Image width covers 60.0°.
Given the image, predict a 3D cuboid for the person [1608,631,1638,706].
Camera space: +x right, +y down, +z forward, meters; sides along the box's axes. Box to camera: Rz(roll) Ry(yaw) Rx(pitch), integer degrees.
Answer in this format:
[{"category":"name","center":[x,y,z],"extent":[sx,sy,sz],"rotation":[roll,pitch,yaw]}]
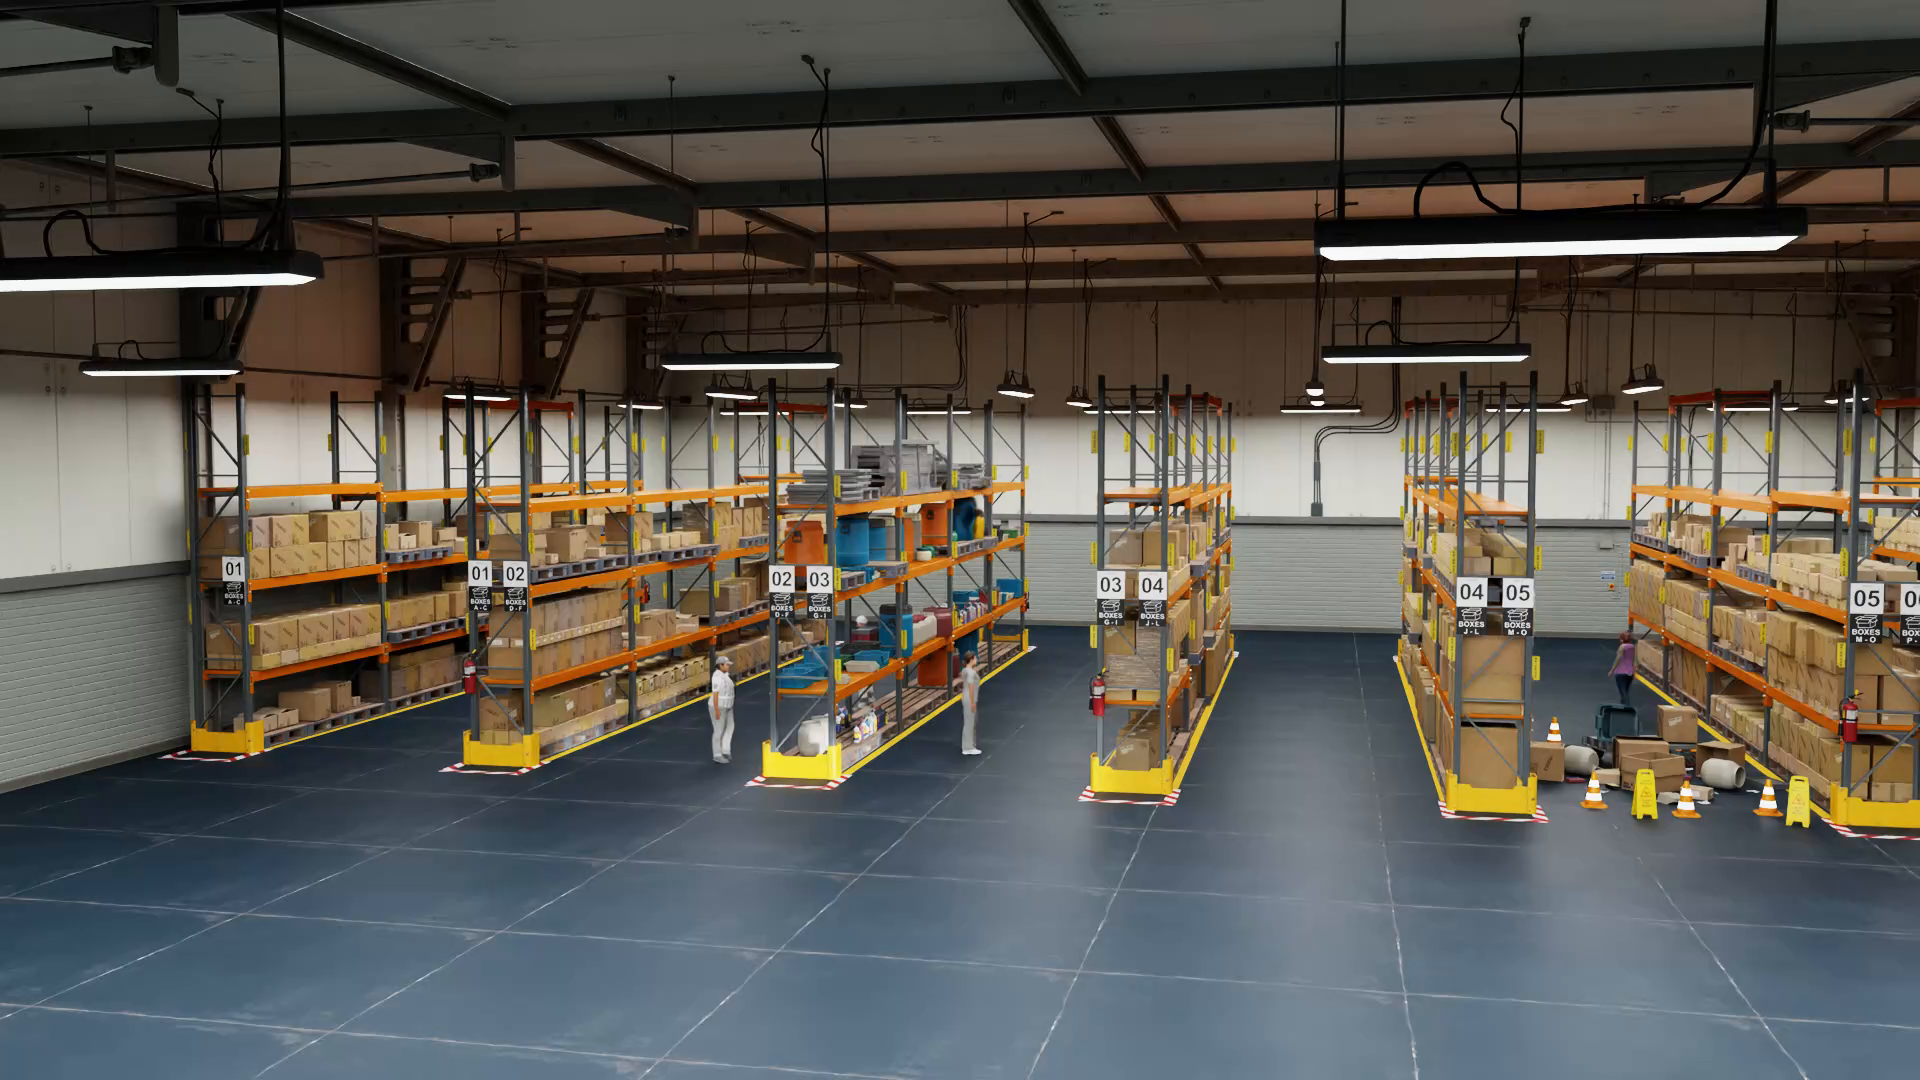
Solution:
[{"category":"person","center":[12.188,2.454,30.536],"extent":[0.498,1.578,0.841],"rotation":[0,3,0]}]

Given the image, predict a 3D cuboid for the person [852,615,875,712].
[{"category":"person","center":[-1.805,2.305,31.188],"extent":[0.349,1.792,0.629],"rotation":[2,4,36]}]

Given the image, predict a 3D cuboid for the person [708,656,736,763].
[{"category":"person","center":[-3.770,2.711,26.340],"extent":[0.392,1.753,0.546],"rotation":[1,3,13]}]

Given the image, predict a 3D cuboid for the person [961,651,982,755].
[{"category":"person","center":[0.204,2.660,26.940],"extent":[0.364,1.693,0.515],"rotation":[0,3,-8]}]
